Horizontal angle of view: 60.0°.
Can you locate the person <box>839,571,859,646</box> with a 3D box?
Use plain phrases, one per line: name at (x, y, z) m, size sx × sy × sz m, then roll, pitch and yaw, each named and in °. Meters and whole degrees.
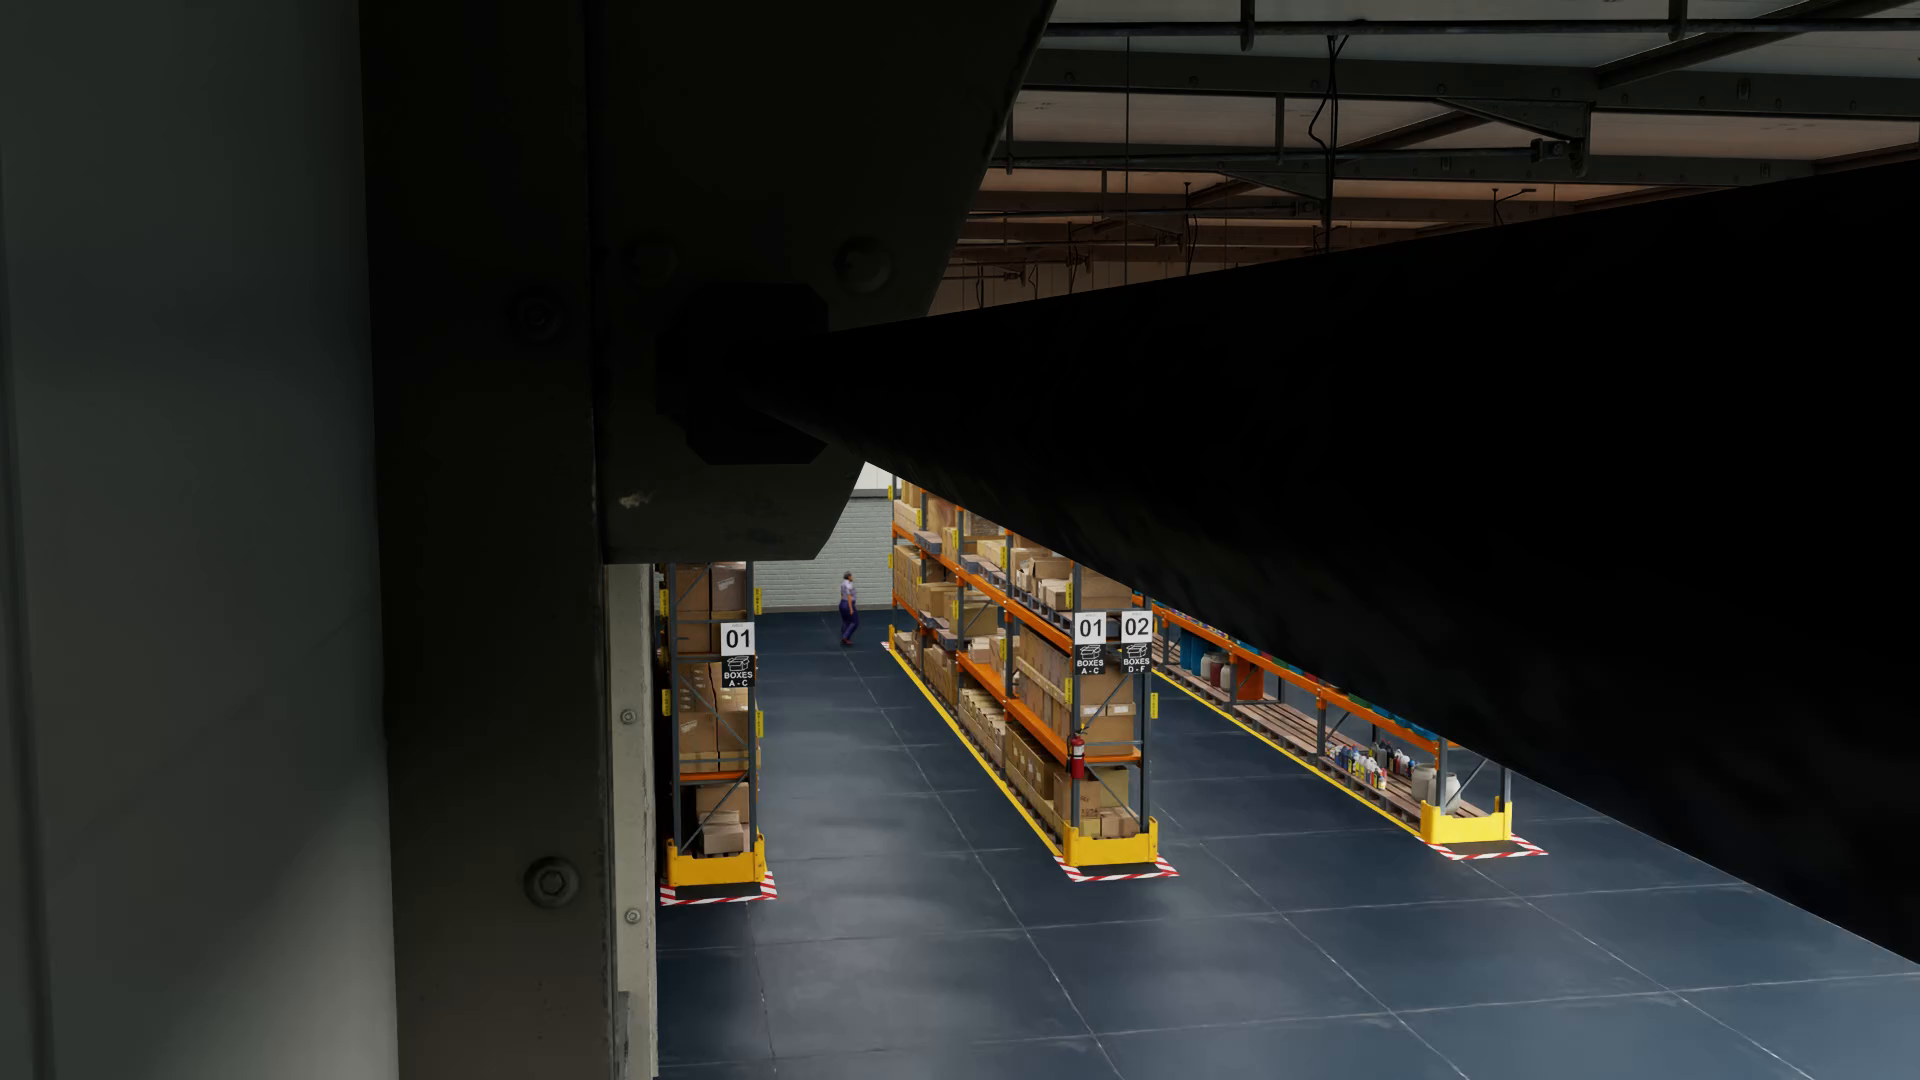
person at (-2.516, 1.517, 37.035) m, size 0.436 × 1.656 × 0.526 m, roll -3°, pitch 7°, yaw -26°
